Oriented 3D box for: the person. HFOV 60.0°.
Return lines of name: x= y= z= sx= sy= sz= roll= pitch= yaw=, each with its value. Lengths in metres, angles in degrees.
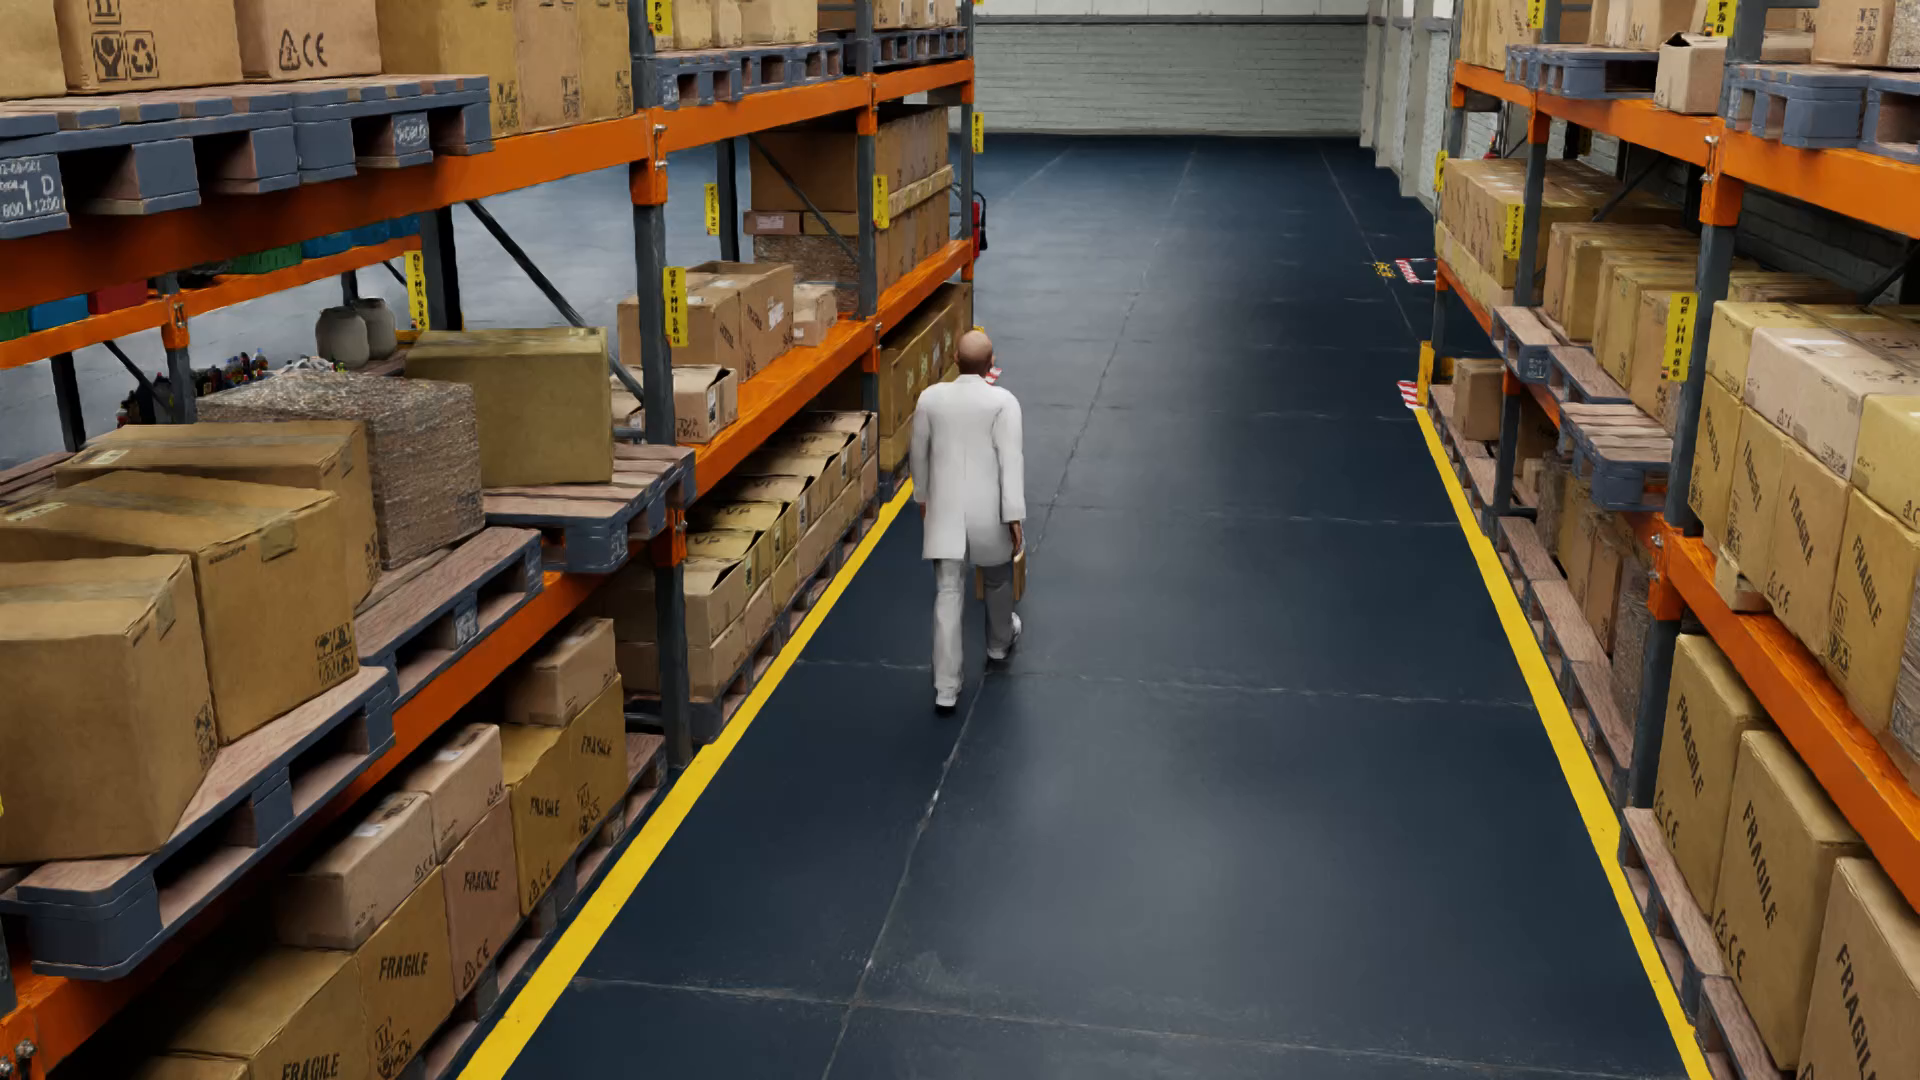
person: x=0.052 y=-0.166 z=8.100 sx=0.622 sy=1.720 sz=1.053 roll=3 pitch=18 yaw=11
